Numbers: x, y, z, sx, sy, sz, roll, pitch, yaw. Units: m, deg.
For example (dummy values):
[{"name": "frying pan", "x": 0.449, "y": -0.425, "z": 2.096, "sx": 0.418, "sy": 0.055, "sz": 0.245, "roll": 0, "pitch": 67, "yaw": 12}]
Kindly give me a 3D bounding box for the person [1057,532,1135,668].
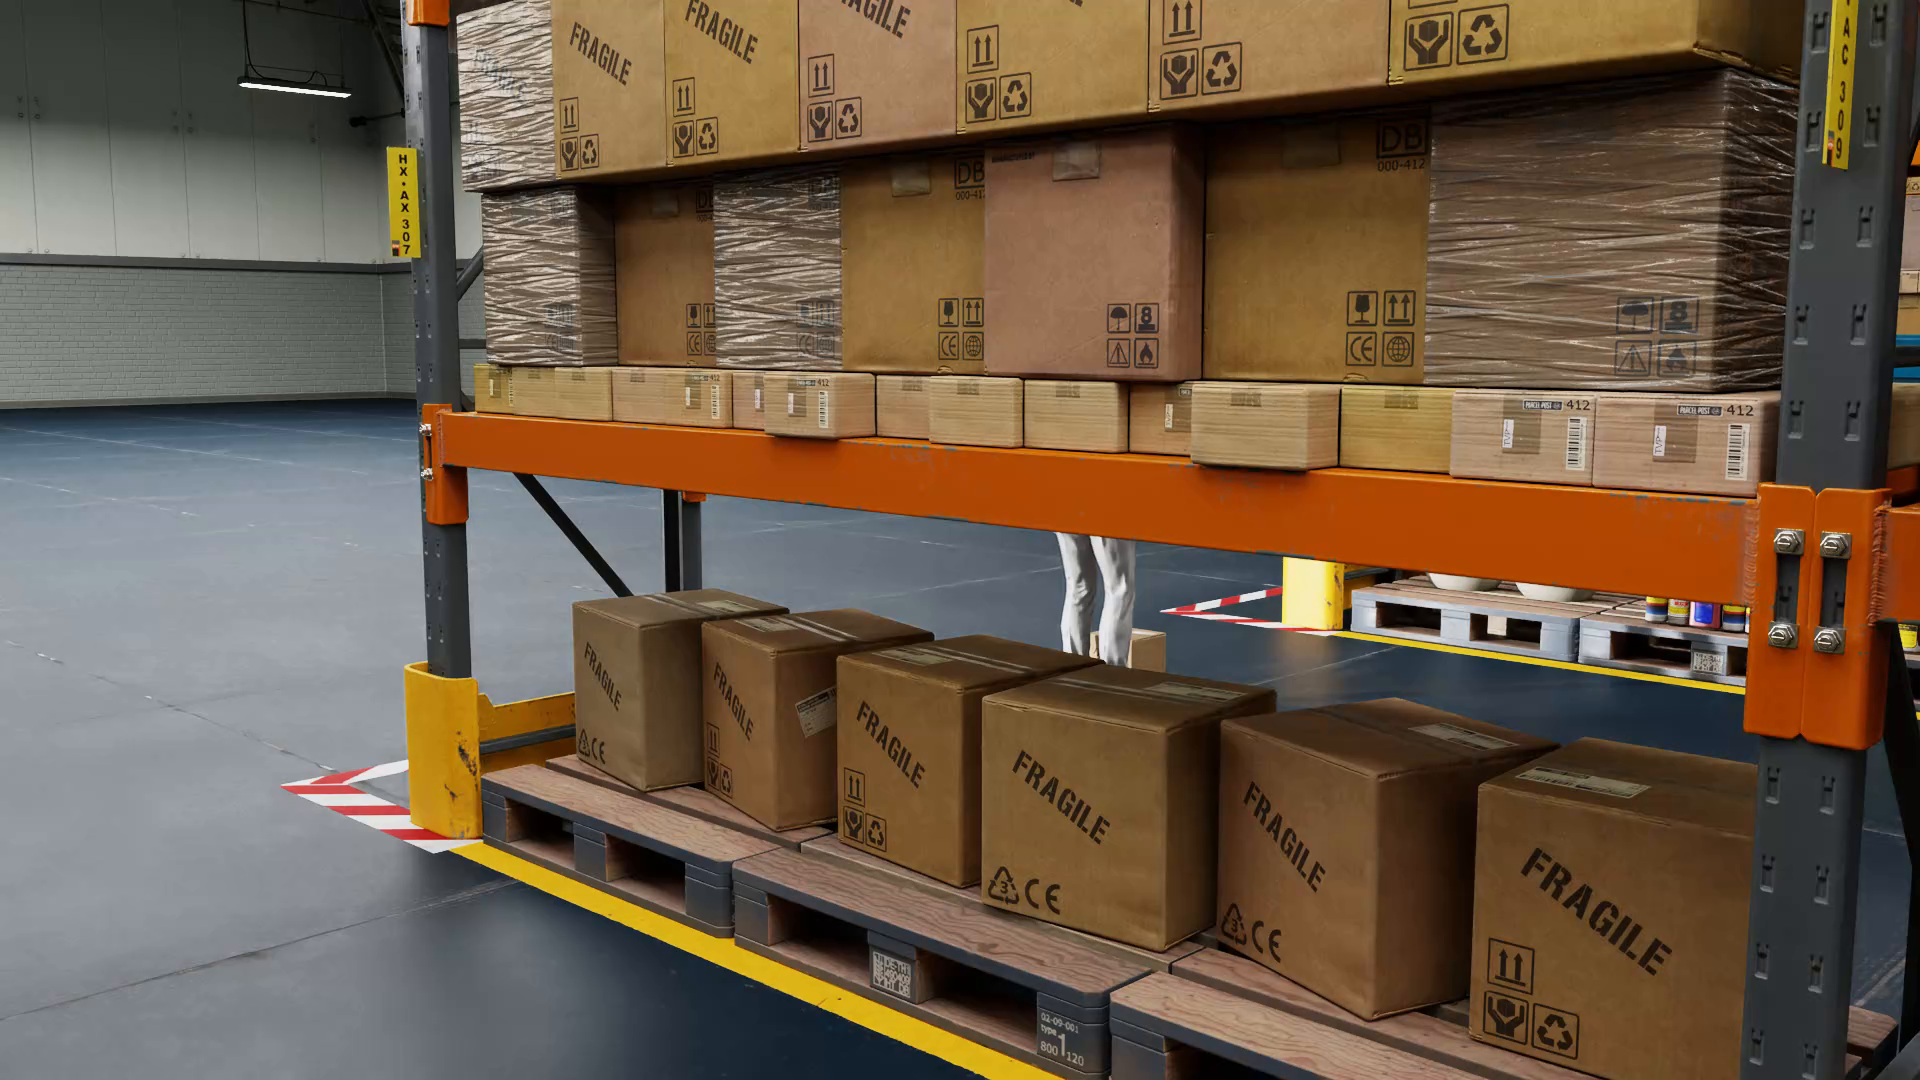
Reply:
[{"name": "person", "x": 0.570, "y": -0.152, "z": 6.966, "sx": 0.535, "sy": 1.663, "sz": 0.404, "roll": 7, "pitch": 10, "yaw": 42}]
